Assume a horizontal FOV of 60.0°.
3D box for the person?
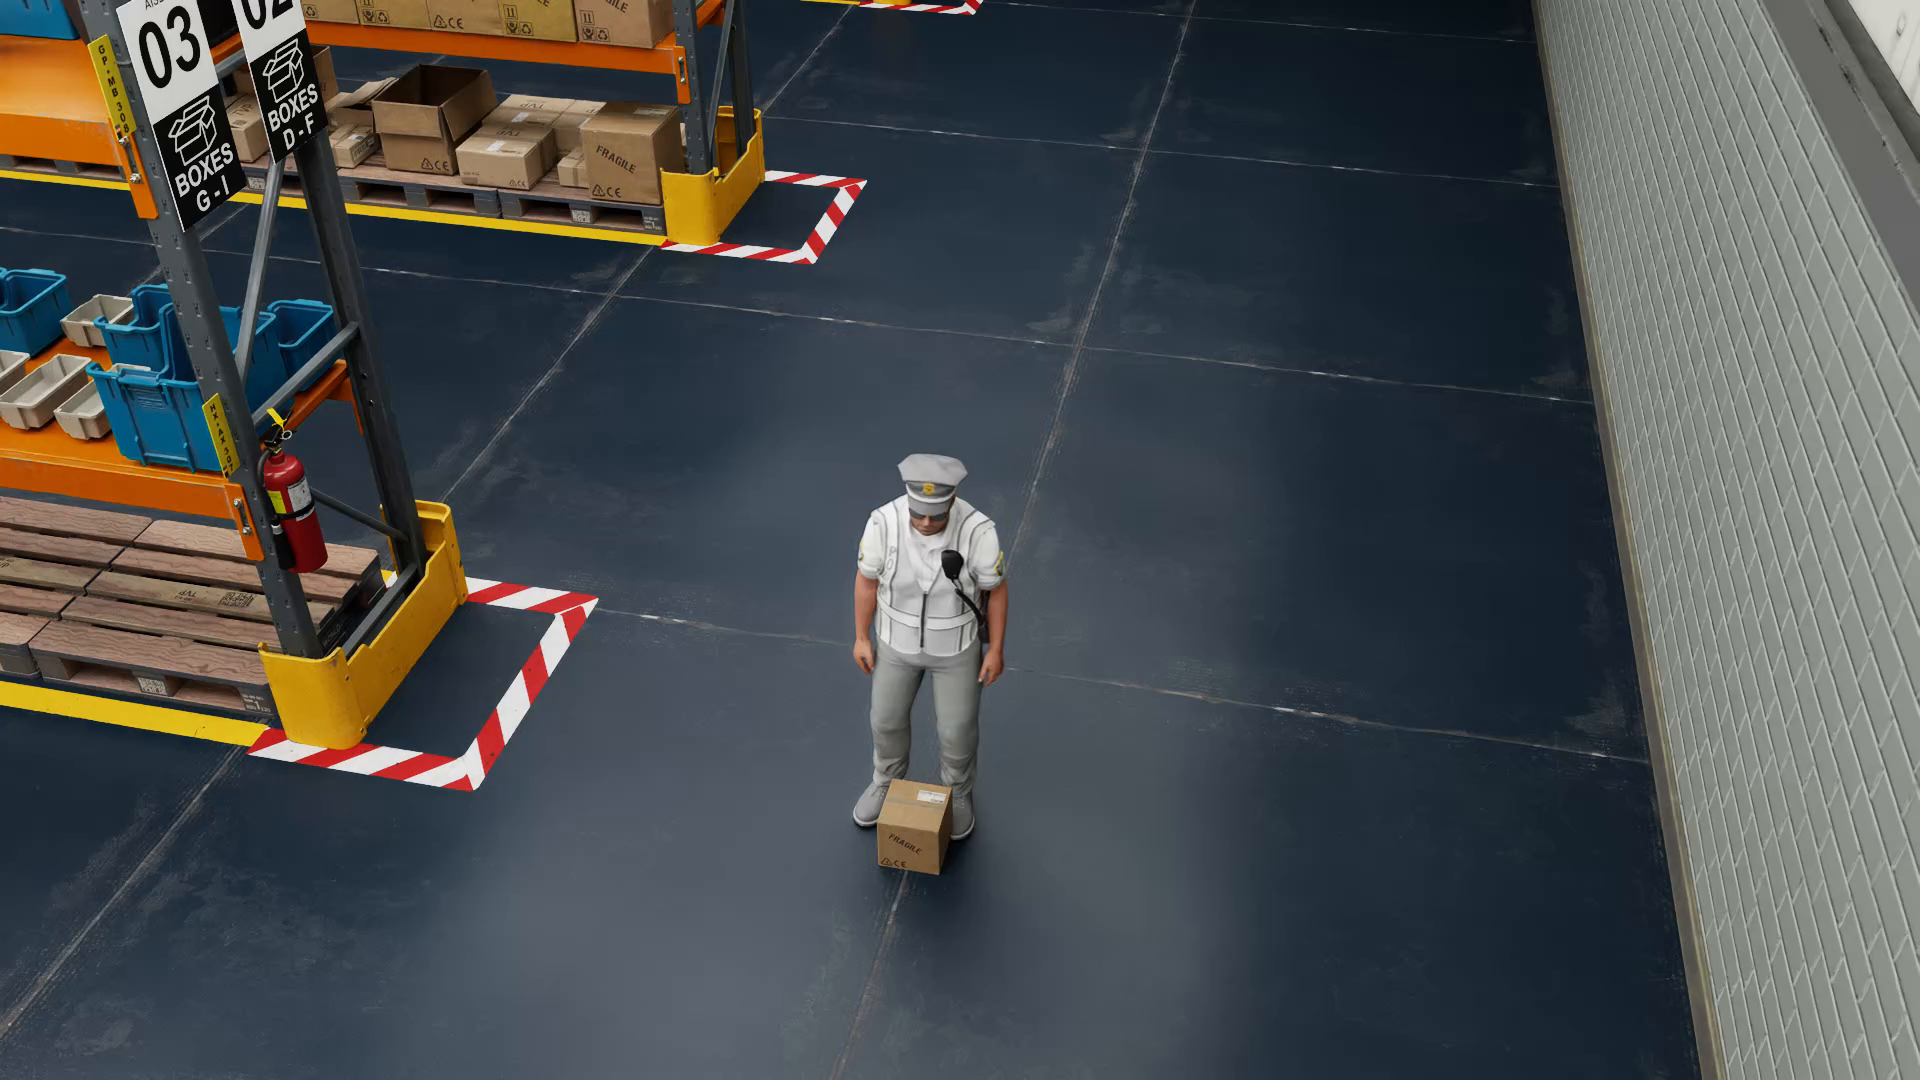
[{"bbox_3d":[-0.121,0.386,6.435,0.606,1.748,0.444,5,37,7],"label":"person"}]
